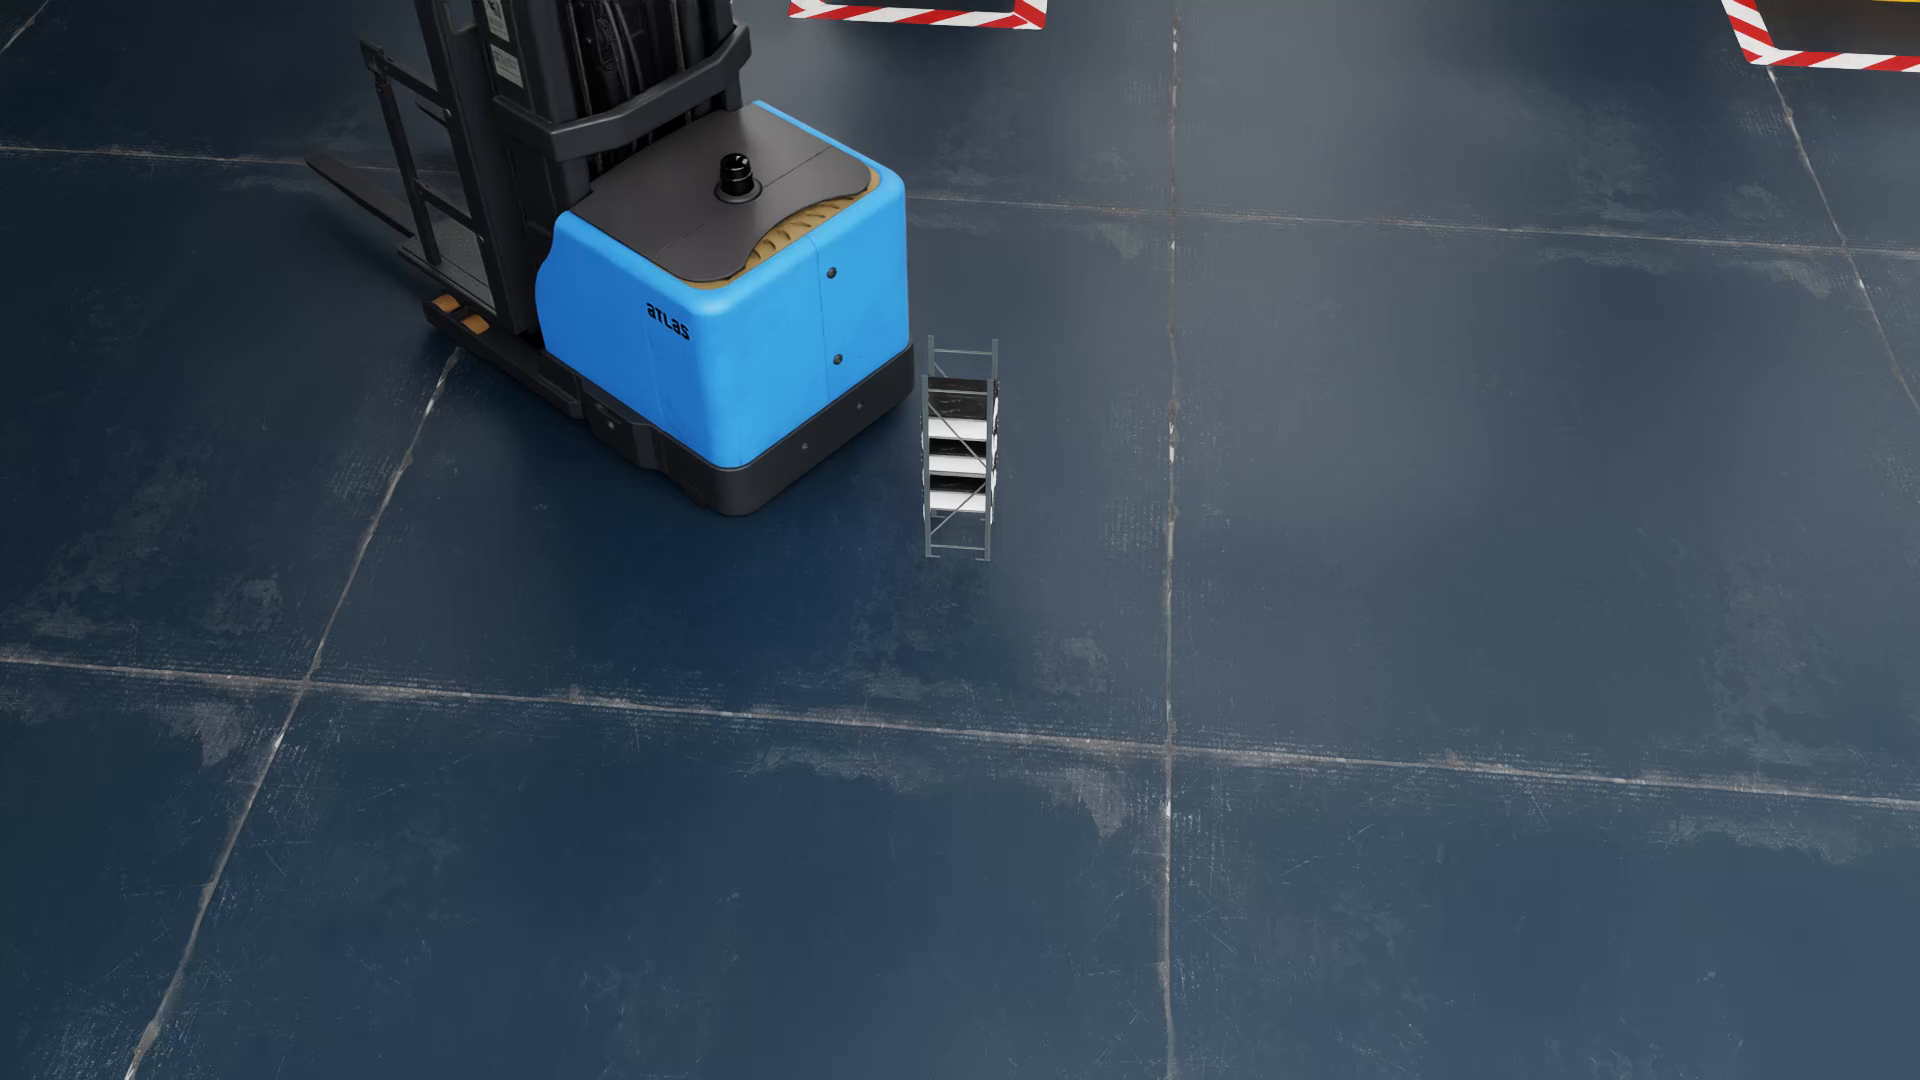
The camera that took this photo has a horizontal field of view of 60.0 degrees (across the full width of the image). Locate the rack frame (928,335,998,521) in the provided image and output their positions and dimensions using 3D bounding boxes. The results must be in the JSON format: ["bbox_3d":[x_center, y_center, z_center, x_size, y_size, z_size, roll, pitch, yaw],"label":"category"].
[{"bbox_3d":[0.010,-0.384,5.992,0.240,0.900,0.006,4,48,4],"label":"rack frame"}]

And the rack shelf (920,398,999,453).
[{"bbox_3d":[0.001,-0.409,5.815,0.258,0.077,0.200,4,48,4],"label":"rack shelf"}]

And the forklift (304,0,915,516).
[{"bbox_3d":[-1.623,-2.027,6.118,3.031,2.935,1.130,33,56,27],"label":"forklift"}]

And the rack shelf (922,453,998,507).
[{"bbox_3d":[0.001,-0.226,6.014,0.258,0.077,0.200,4,48,4],"label":"rack shelf"}]

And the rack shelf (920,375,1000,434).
[{"bbox_3d":[0.001,-0.469,5.749,0.258,0.077,0.200,4,48,4],"label":"rack shelf"}]

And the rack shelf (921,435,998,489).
[{"bbox_3d":[0.001,-0.287,5.948,0.258,0.077,0.200,4,48,4],"label":"rack shelf"}]

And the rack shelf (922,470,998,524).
[{"bbox_3d":[0.001,-0.166,6.081,0.258,0.077,0.200,4,48,4],"label":"rack shelf"}]

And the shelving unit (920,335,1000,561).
[{"bbox_3d":[0.001,-0.310,5.923,0.258,0.900,0.210,4,48,4],"label":"shelving unit"}]

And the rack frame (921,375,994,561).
[{"bbox_3d":[-0.009,-0.235,5.855,0.240,0.900,0.006,4,48,4],"label":"rack frame"}]

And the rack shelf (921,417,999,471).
[{"bbox_3d":[0.001,-0.348,5.882,0.258,0.077,0.200,4,48,4],"label":"rack shelf"}]
